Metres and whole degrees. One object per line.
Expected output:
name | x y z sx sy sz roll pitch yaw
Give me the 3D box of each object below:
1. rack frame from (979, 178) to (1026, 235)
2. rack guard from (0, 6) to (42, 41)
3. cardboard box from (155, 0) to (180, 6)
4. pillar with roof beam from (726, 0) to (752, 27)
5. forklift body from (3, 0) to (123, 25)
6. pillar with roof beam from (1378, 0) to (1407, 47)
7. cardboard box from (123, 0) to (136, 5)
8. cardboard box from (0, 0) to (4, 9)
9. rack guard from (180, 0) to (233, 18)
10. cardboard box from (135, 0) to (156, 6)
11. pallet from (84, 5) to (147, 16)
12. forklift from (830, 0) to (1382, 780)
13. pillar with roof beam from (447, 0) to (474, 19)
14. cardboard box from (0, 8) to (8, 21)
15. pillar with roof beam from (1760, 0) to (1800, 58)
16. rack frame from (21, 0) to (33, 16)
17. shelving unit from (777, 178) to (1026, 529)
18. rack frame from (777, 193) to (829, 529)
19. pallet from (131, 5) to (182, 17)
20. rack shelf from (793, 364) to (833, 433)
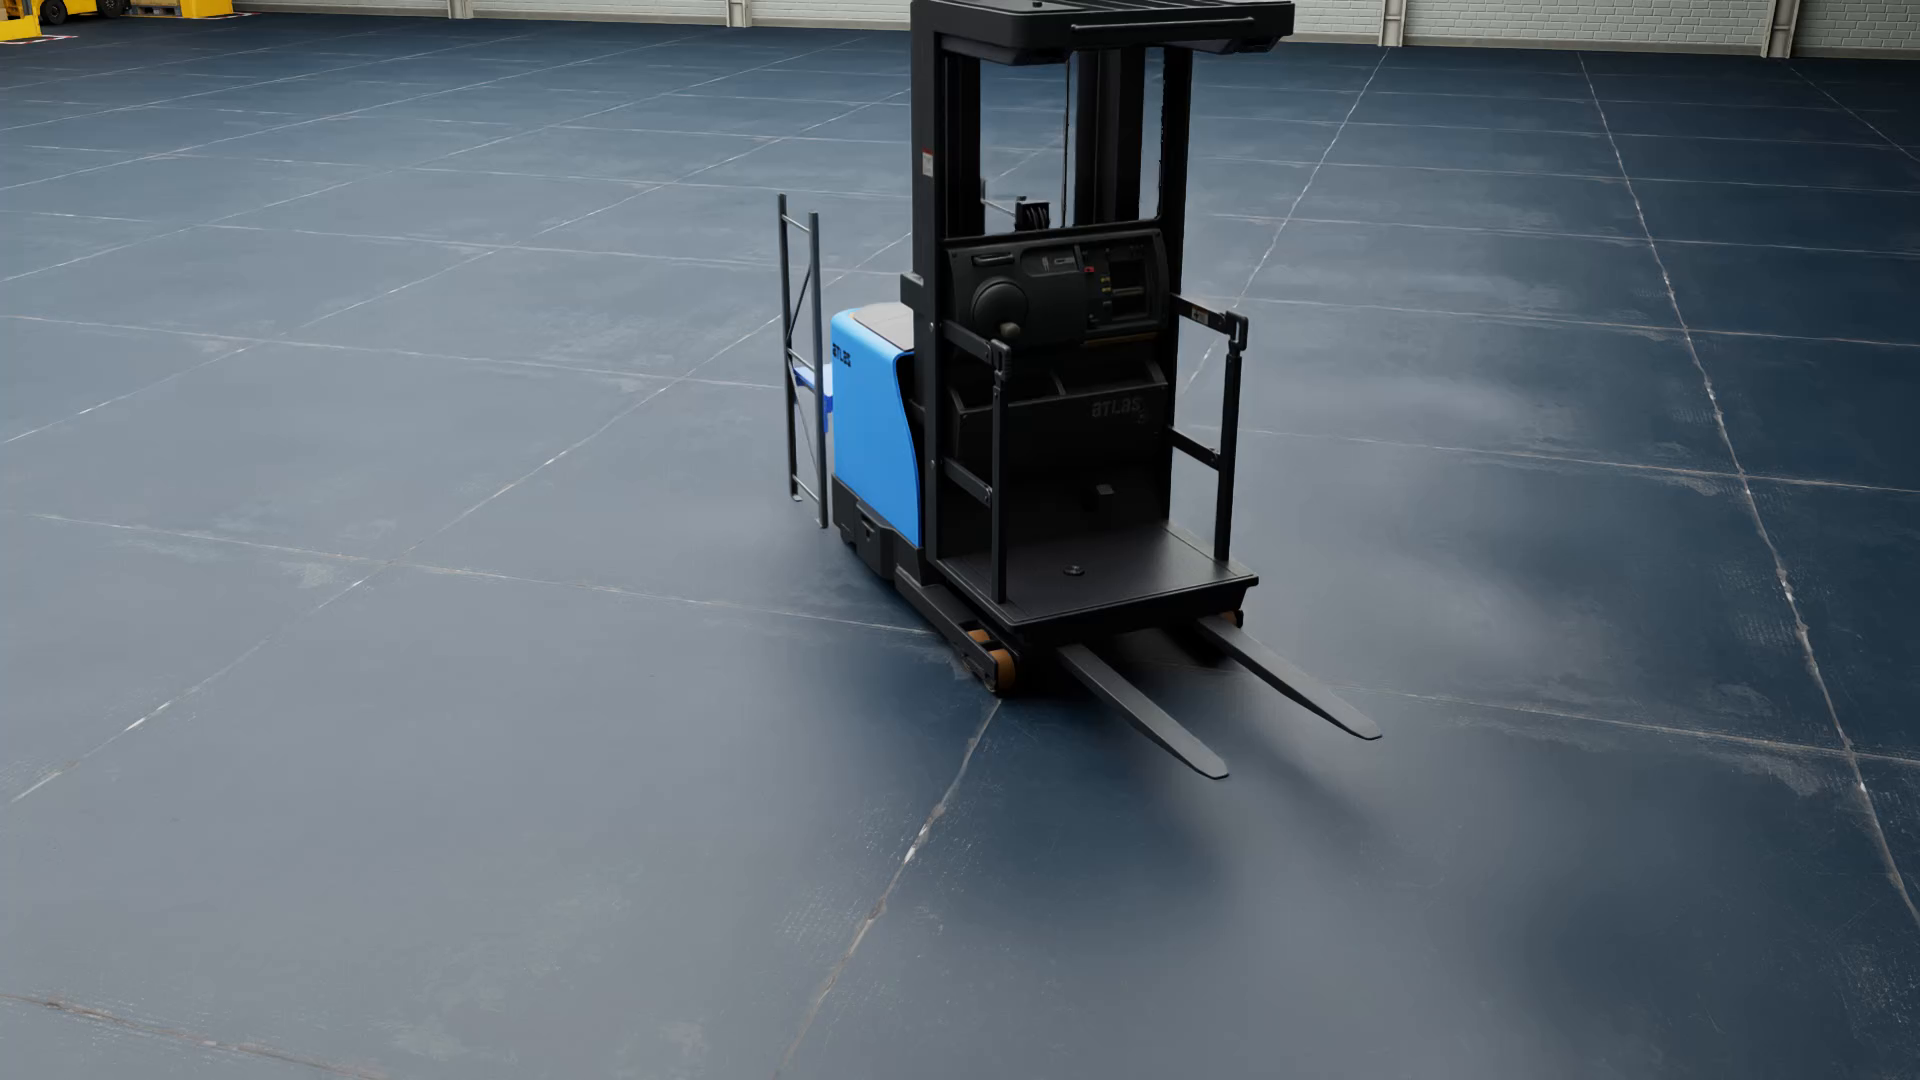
rack frame | 0.191 -0.992 8.211 0.032 1.500 0.500 -9 24 -22
rack guard | -16.754 -9.069 29.221 0.348 0.500 1.175 7 23 16
cardboard box | -15.792 -10.880 33.412 0.500 0.250 0.500 7 23 16
pillar with roof beam | -5.413 -12.321 25.950 0.400 9.000 9.100 7 23 16
forklift body | -17.594 -11.174 32.176 1.214 2.155 2.313 7 23 16
pillar with roof beam | 6.076 -11.006 22.743 0.400 9.000 9.100 7 23 16
cardboard box | -16.742 -10.996 33.695 0.500 0.250 0.500 7 23 16
cardboard box | -17.397 -9.678 29.493 0.500 0.500 0.500 6 23 14
rack guard | -15.228 -10.862 33.592 0.348 0.500 1.175 7 23 16
cardboard box | -16.266 -10.938 33.554 0.500 0.250 0.500 7 23 15
pallet | -17.160 -10.934 34.149 1.213 0.211 1.003 7 23 15
forklift | 0.482 -0.961 6.250 1.130 2.935 3.031 -10 24 -23
pillar with roof beam | -11.157 -12.979 27.554 0.400 9.000 9.100 7 23 16
cardboard box | -17.374 -9.329 29.629 0.500 0.250 0.500 6 23 15
pillar with roof beam | 11.820 -10.348 21.140 0.400 9.000 9.100 7 23 16
rack frame | -16.681 -10.218 28.727 0.127 3.000 1.000 7 23 16
shelving unit | -0.275 -0.914 8.023 1.048 1.500 0.538 -9 24 -22
rack frame | -0.740 -0.837 7.834 0.032 1.500 0.500 -9 24 -22
pallet | -15.995 -10.800 33.821 1.213 0.211 1.003 7 23 16
rack shelf | -0.275 -0.748 8.091 1.000 0.185 0.538 -9 24 -22
